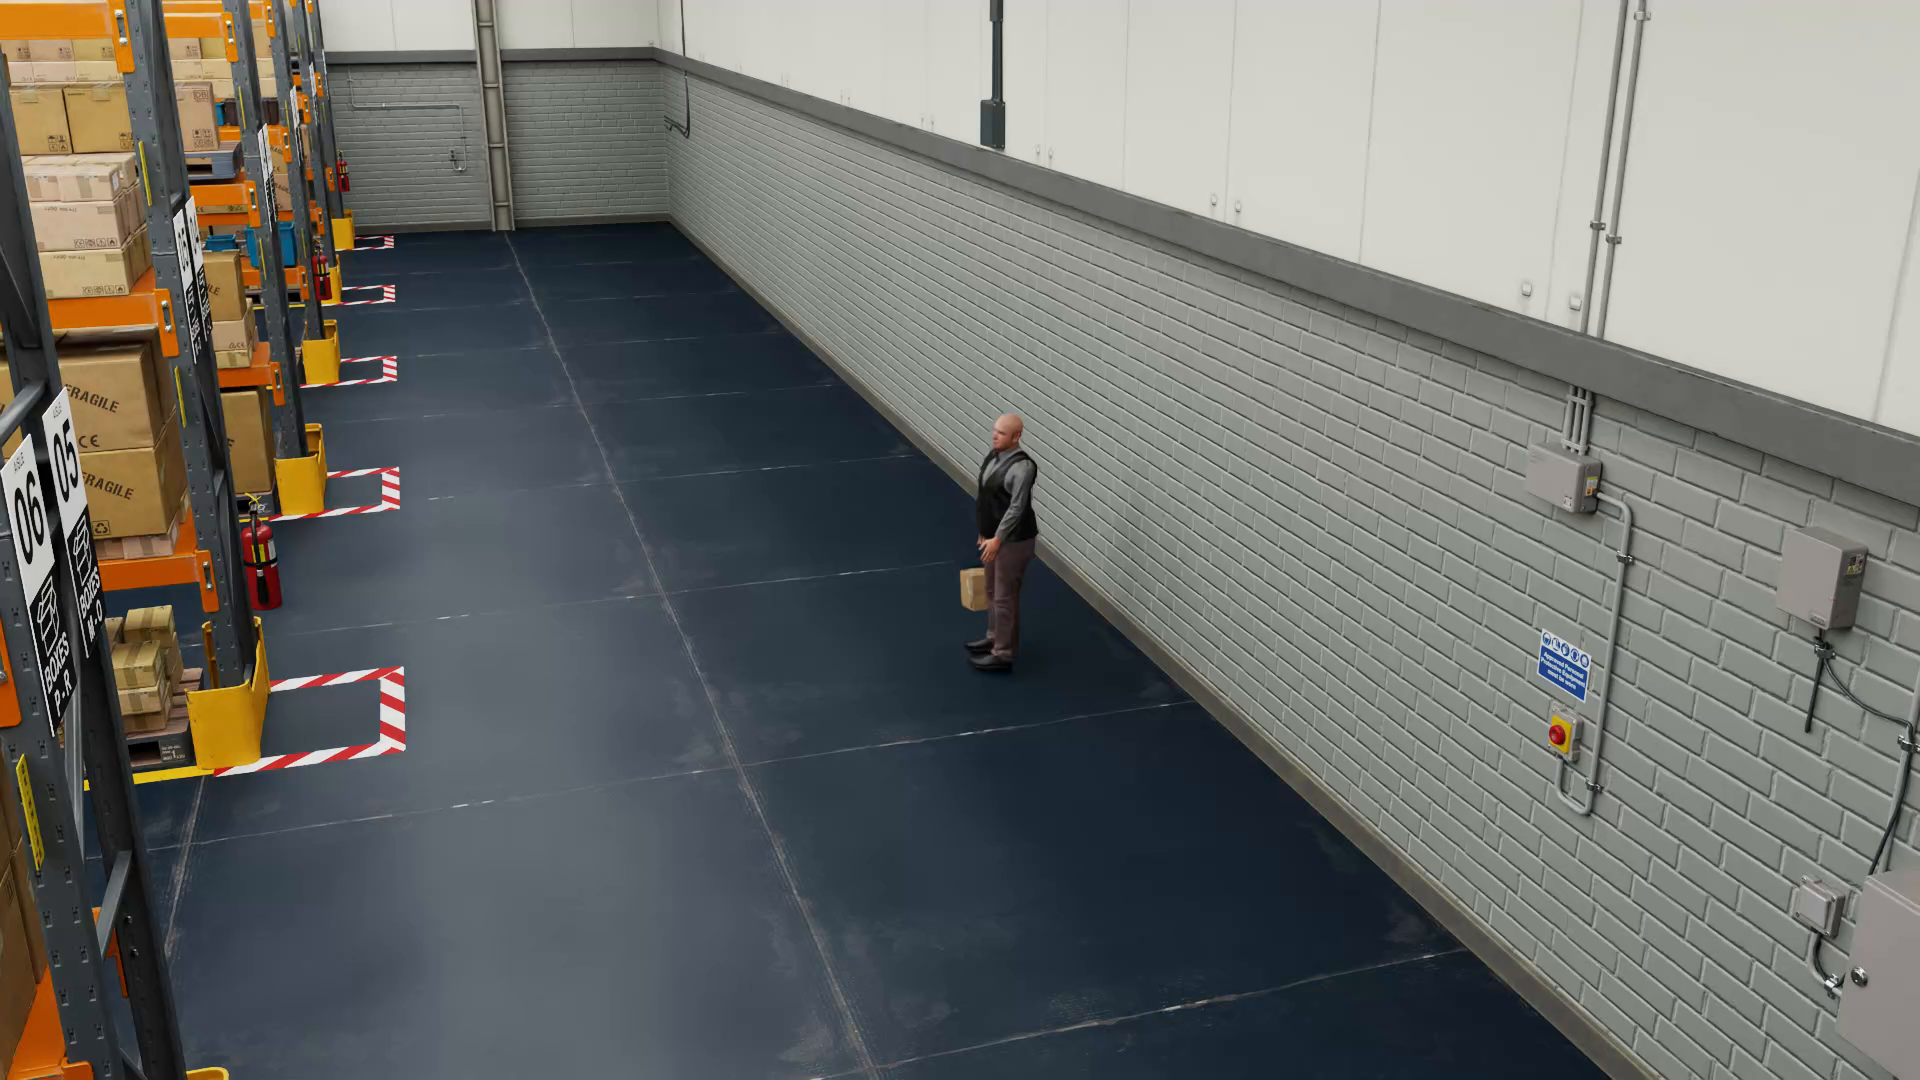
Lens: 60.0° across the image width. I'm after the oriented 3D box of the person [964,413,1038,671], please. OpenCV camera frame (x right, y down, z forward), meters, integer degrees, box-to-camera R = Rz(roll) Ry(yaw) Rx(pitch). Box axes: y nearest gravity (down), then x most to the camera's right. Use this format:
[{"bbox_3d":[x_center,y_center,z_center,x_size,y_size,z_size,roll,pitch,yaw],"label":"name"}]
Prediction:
[{"bbox_3d":[0.241,-0.002,11.005,0.459,1.731,0.573,-8,20,-21],"label":"person"}]
